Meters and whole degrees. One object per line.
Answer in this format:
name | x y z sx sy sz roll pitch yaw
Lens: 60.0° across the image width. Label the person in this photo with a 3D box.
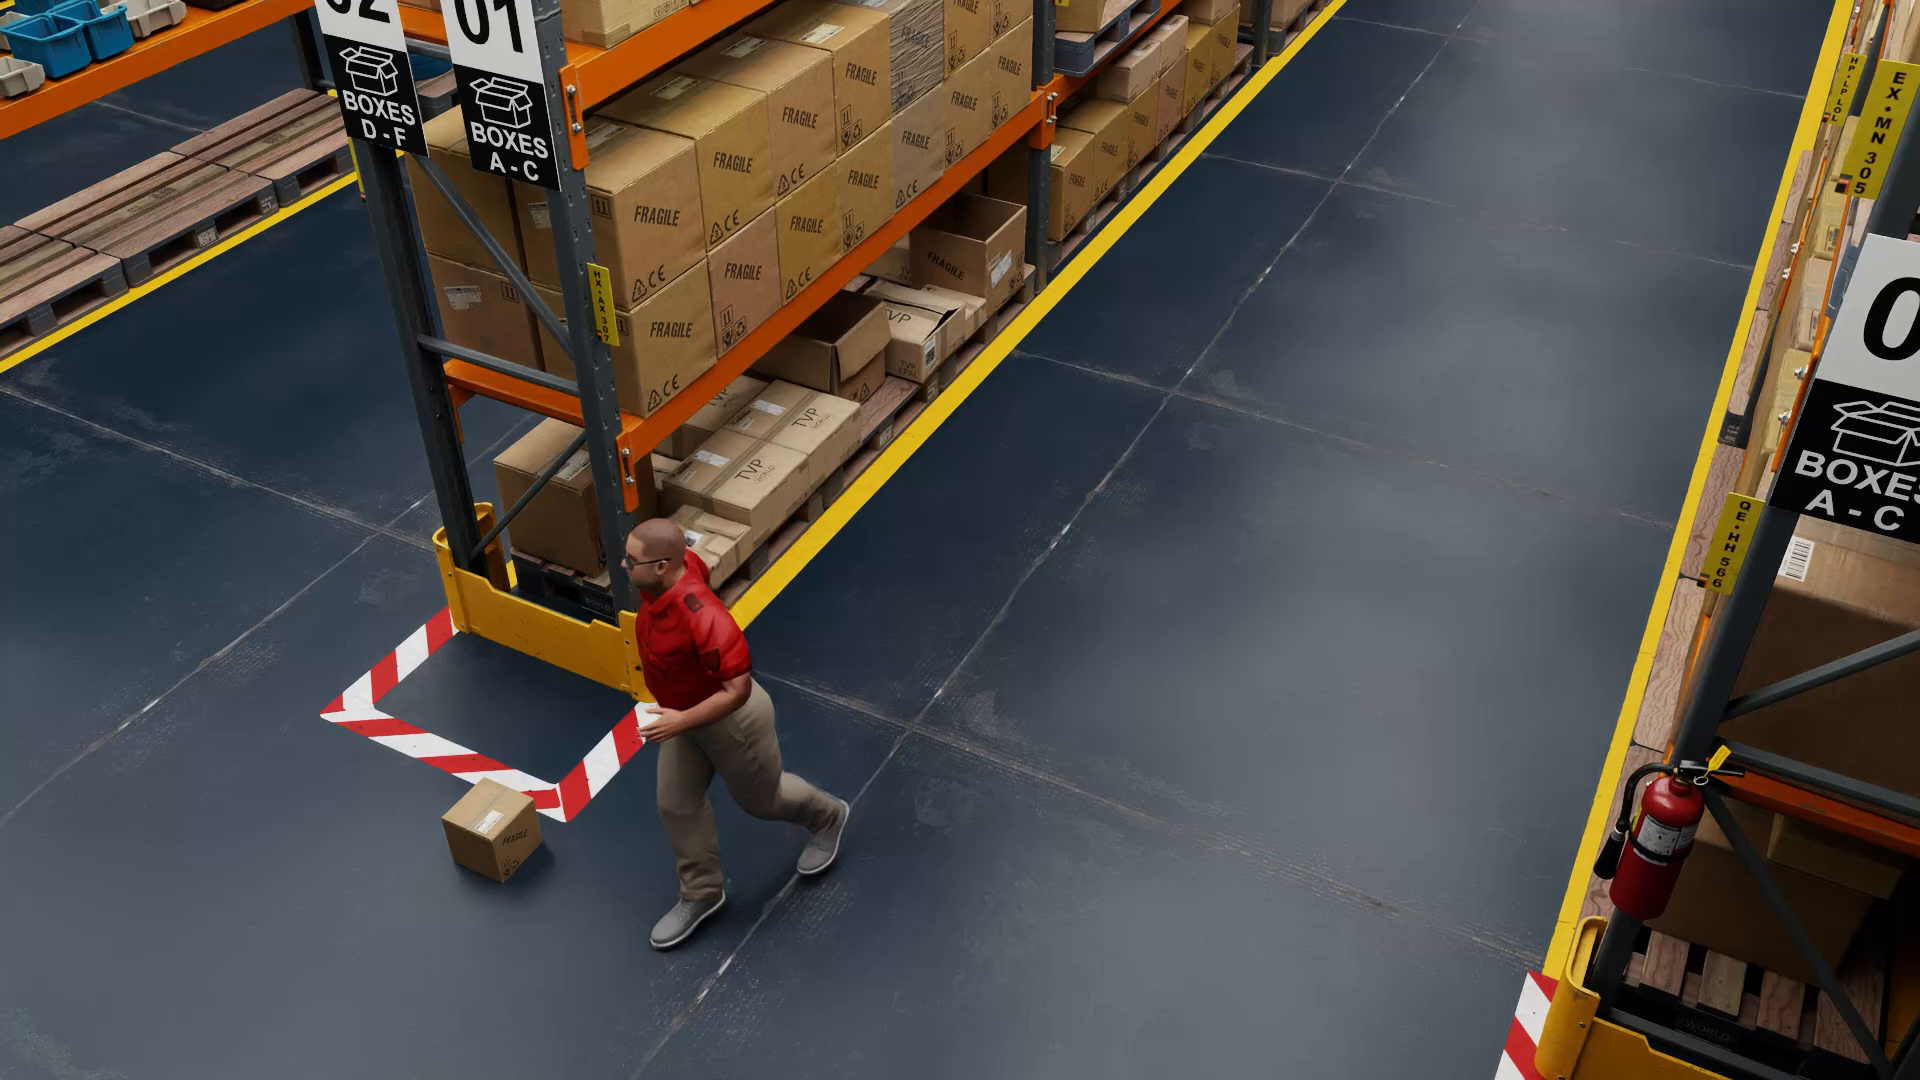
person | -0.872 0.618 5.977 0.896 1.714 0.702 -26 45 -30
